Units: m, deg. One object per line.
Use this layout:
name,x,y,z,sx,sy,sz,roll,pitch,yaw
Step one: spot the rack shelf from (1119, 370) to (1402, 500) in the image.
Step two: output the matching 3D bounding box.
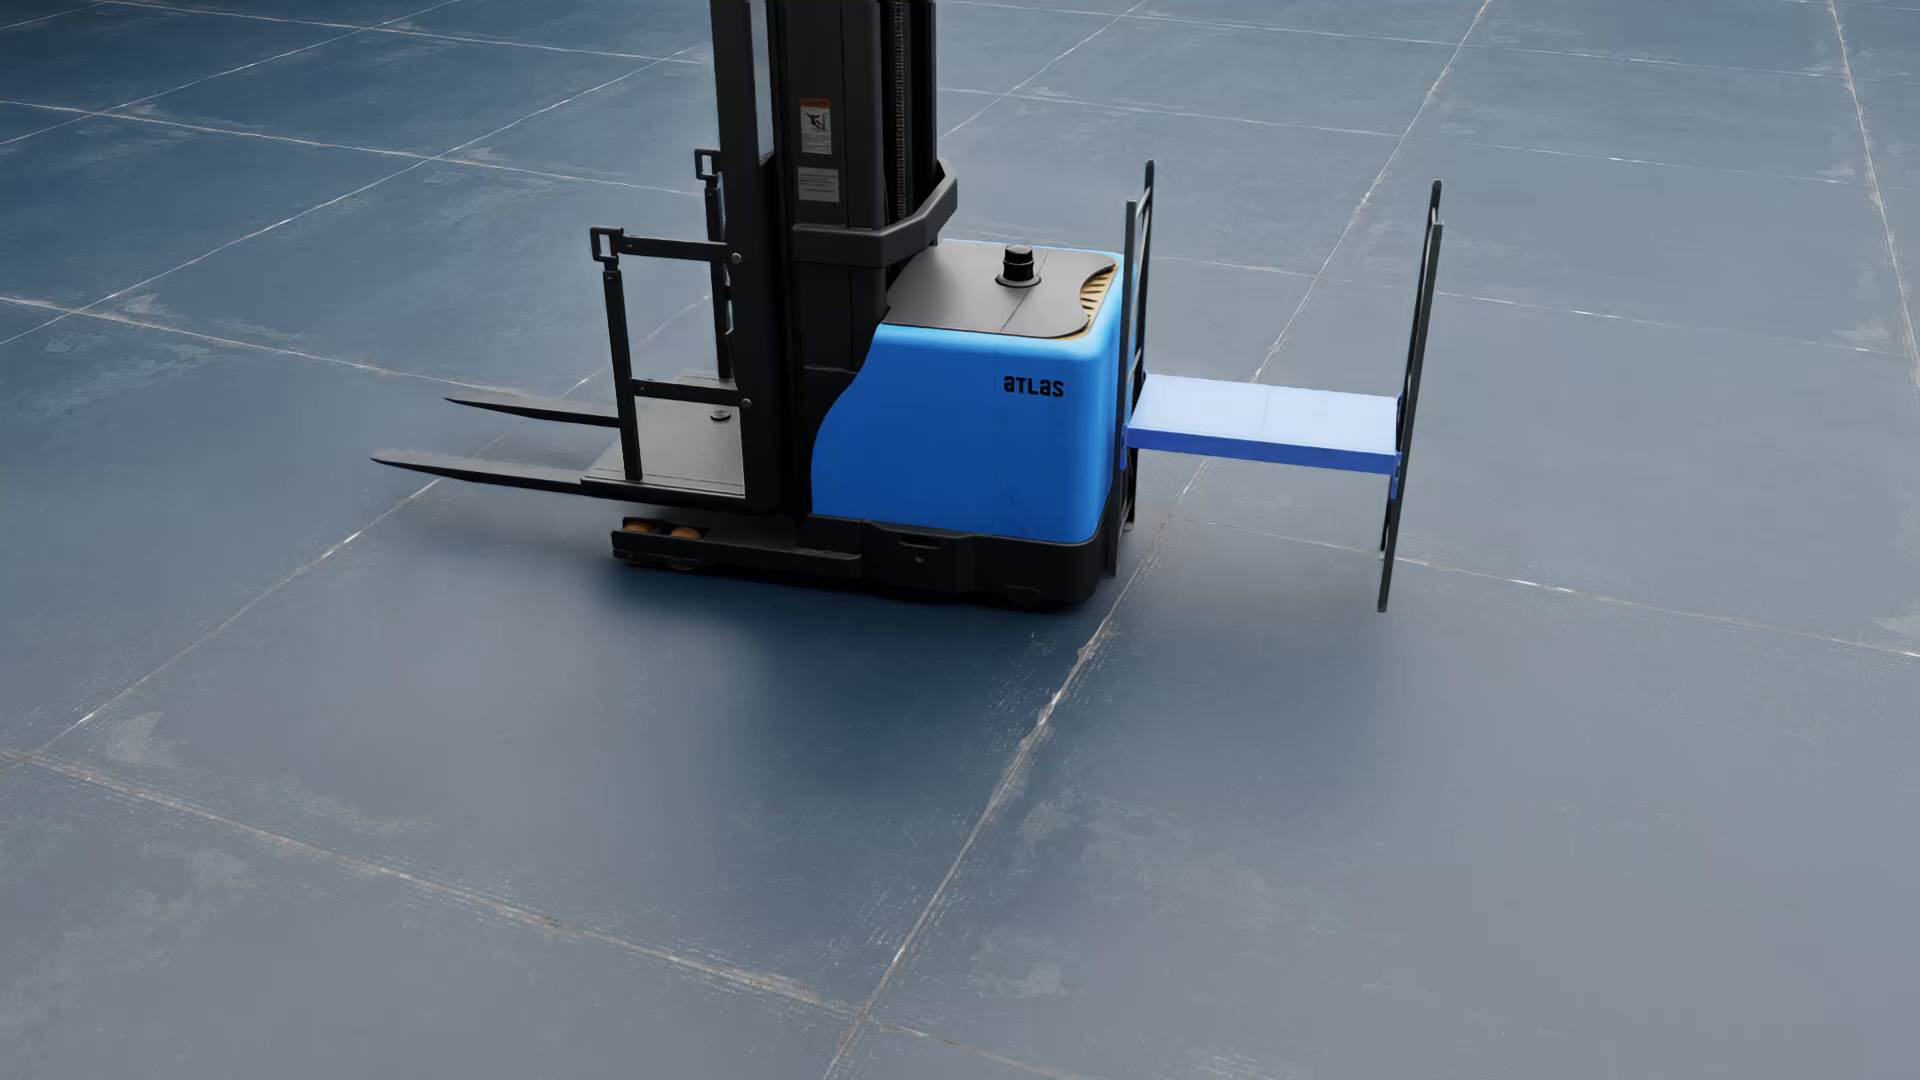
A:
rack shelf,1.137,-0.406,6.234,1.000,0.185,0.538,7,30,12

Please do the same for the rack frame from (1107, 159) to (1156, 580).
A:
rack frame,0.643,-0.622,6.250,0.032,1.500,0.500,7,30,12

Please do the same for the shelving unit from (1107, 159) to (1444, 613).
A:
shelving unit,1.137,-0.562,6.146,1.048,1.500,0.538,7,30,12

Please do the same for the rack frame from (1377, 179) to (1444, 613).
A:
rack frame,1.631,-0.503,6.041,0.032,1.500,0.500,7,30,12

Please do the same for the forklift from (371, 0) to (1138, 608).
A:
forklift,-0.870,-1.400,6.174,3.031,2.935,1.130,7,30,12
